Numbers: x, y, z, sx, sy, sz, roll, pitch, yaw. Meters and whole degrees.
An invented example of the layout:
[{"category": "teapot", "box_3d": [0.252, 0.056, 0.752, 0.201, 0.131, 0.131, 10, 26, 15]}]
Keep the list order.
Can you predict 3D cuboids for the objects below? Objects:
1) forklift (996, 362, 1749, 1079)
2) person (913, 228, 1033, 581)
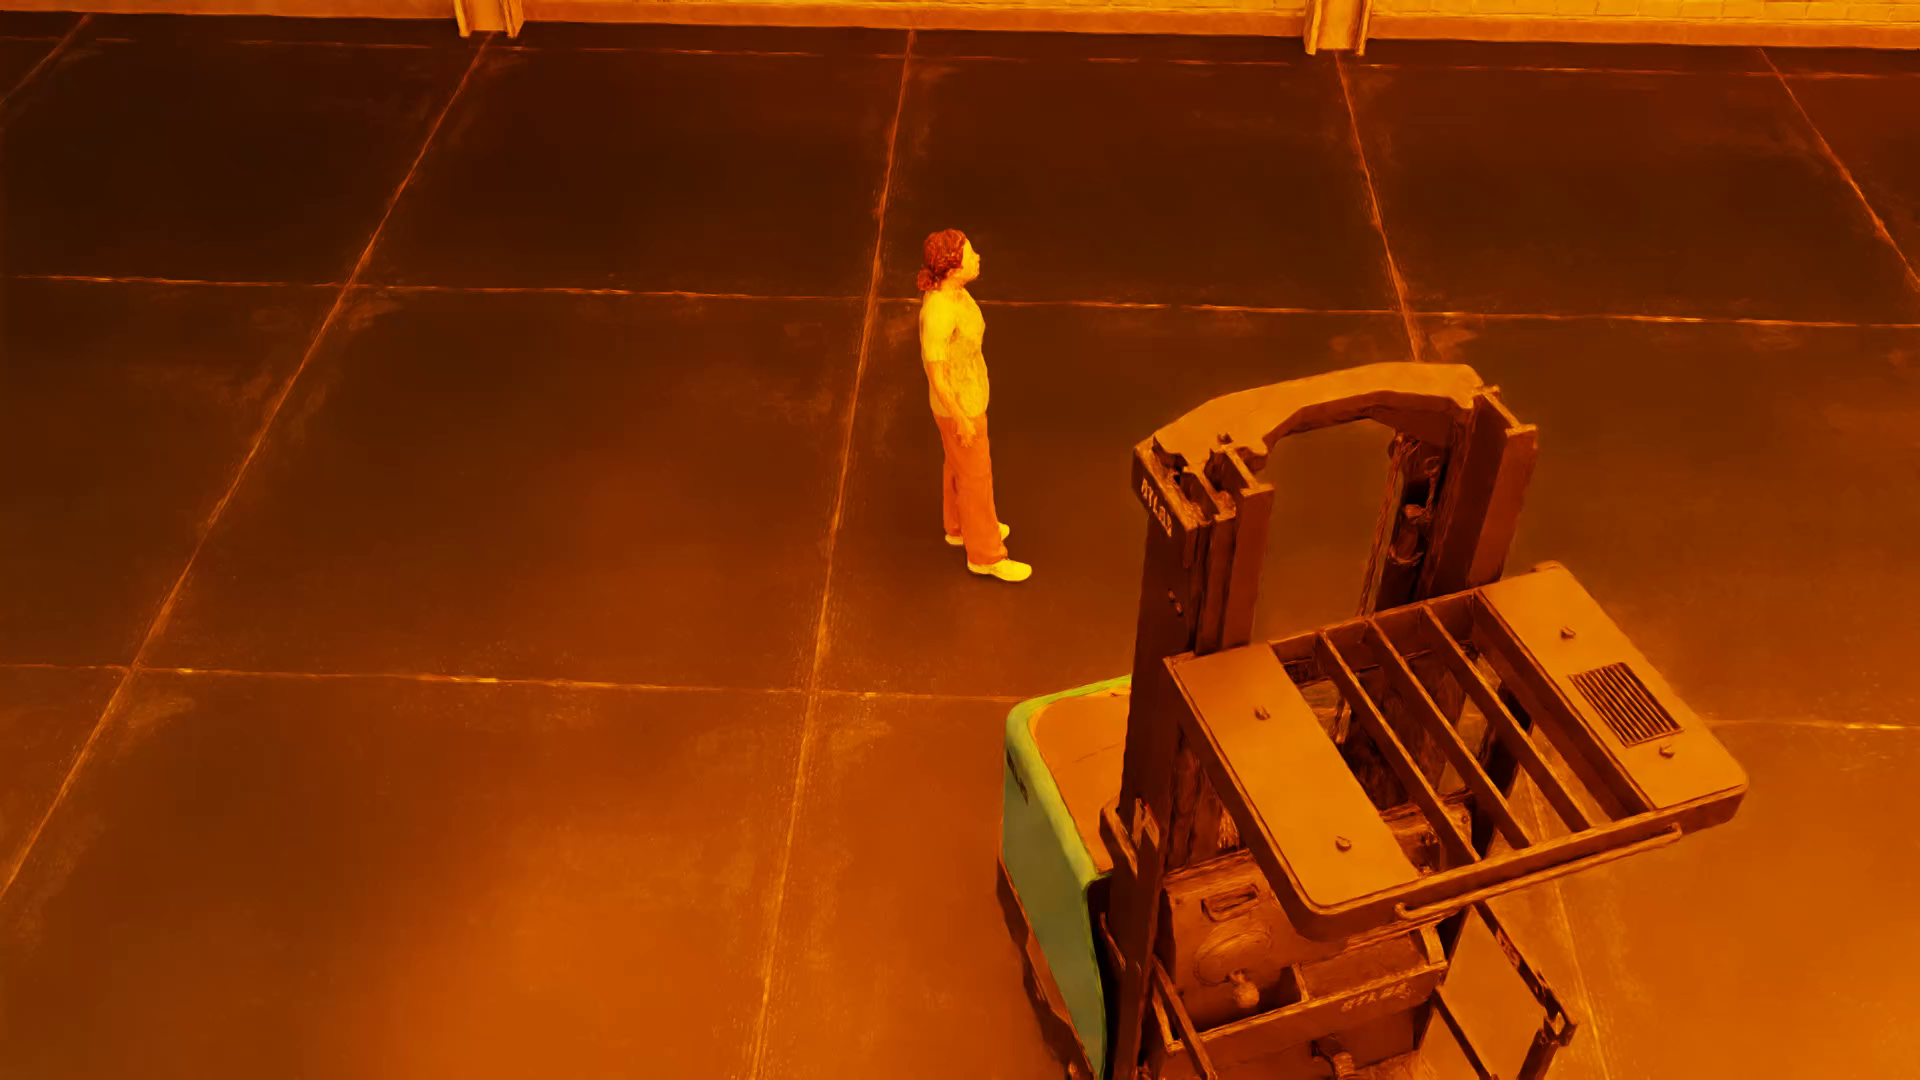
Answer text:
[{"category": "forklift", "box_3d": [1.087, 1.117, 4.519, 1.130, 2.935, 3.031, -13, 44, -14]}, {"category": "person", "box_3d": [0.073, -0.615, 7.336, 0.548, 1.674, 0.554, 2, 42, 2]}]
